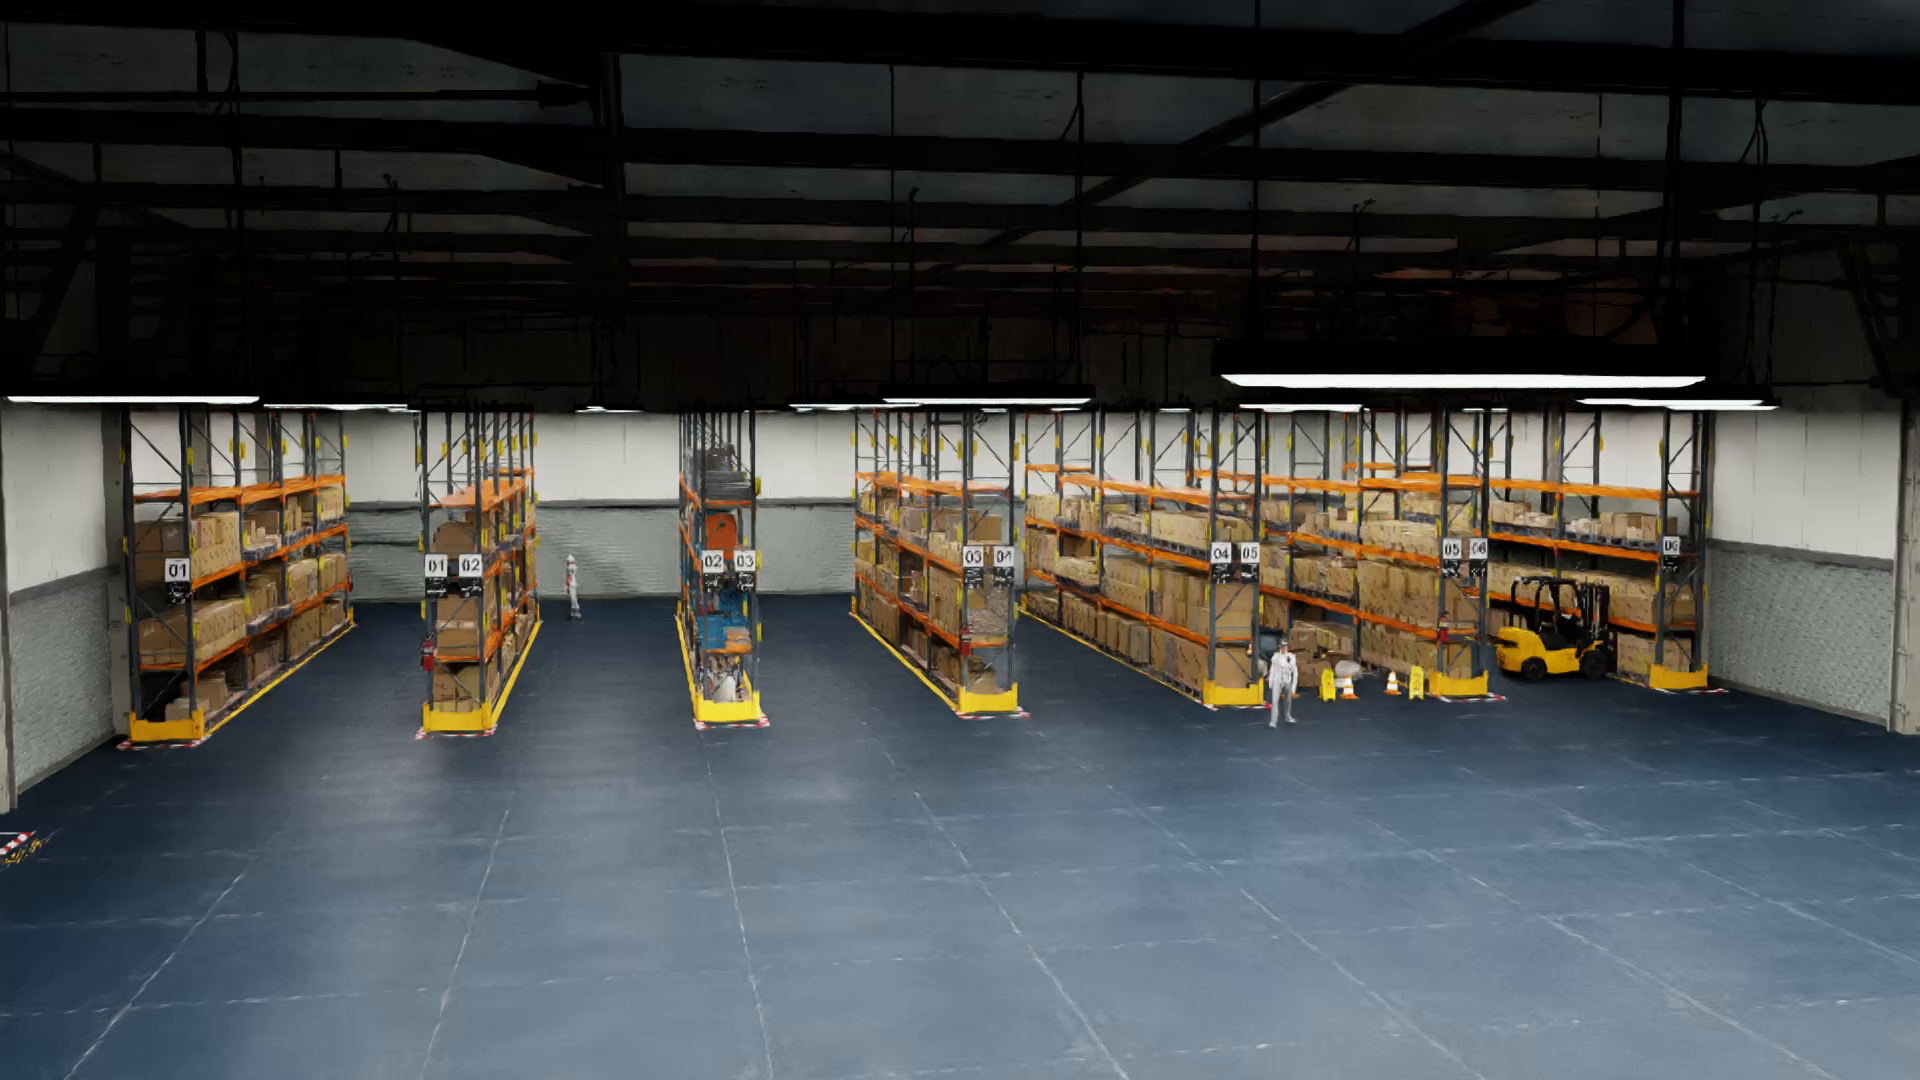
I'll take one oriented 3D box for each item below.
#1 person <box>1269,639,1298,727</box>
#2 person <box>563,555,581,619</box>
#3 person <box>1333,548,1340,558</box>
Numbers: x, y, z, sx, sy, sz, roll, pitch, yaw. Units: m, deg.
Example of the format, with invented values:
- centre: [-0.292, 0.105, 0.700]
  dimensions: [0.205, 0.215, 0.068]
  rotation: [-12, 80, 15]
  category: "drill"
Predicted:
- centre: [5.943, 2.602, 30.564]
  dimensions: [0.524, 1.623, 0.930]
  rotation: [1, 4, 13]
  category: "person"
- centre: [-10.872, 1.307, 46.617]
  dimensions: [0.466, 1.797, 0.570]
  rotation: [0, 4, 1]
  category: "person"
- centre: [11.815, 1.038, 51.680]
  dimensions: [0.470, 1.589, 0.617]
  rotation: [-3, 5, -34]
  category: "person"
